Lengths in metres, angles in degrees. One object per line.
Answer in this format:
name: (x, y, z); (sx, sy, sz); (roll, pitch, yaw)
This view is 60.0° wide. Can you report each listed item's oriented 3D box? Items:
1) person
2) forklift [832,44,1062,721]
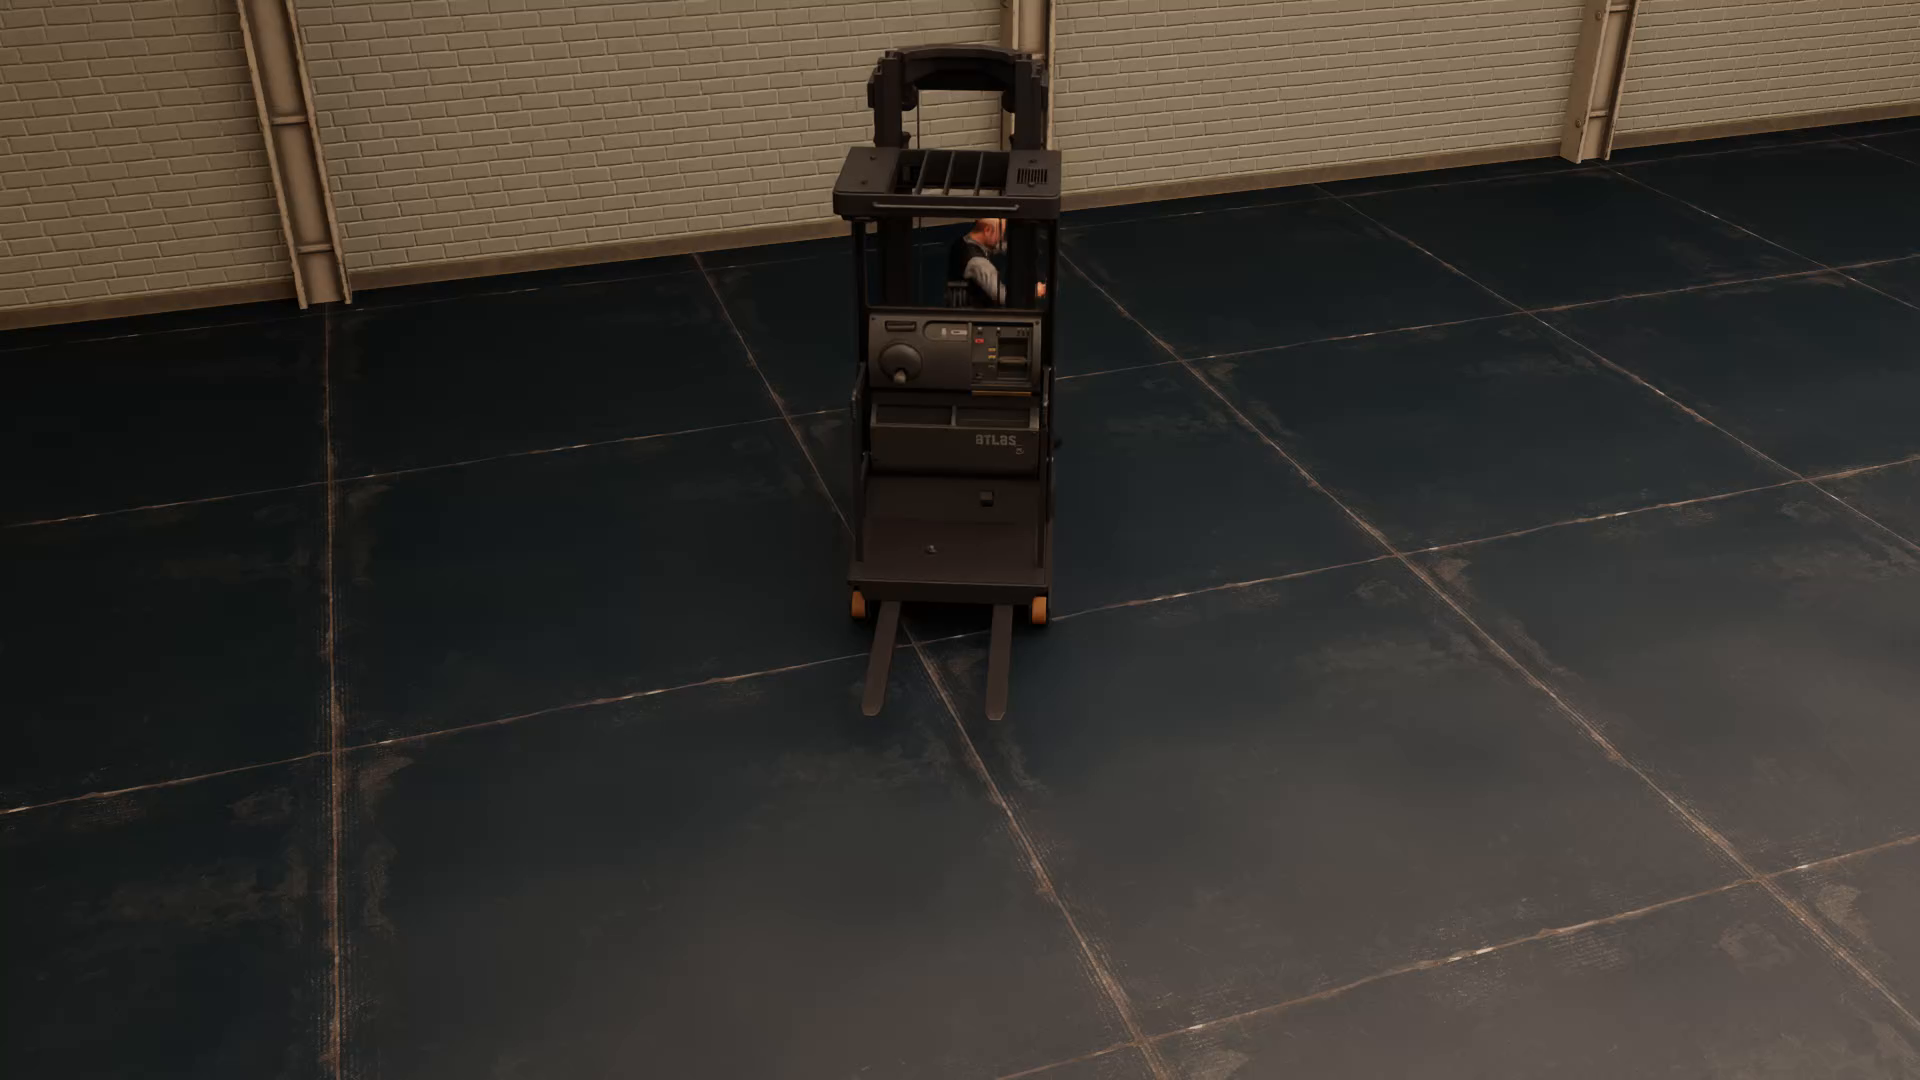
person: (0.246, -1.518, 11.171); (0.711, 1.493, 1.214); (-4, 30, -8)
forklift: (-0.039, -0.967, 8.767); (1.130, 2.935, 3.031); (2, 30, 3)
